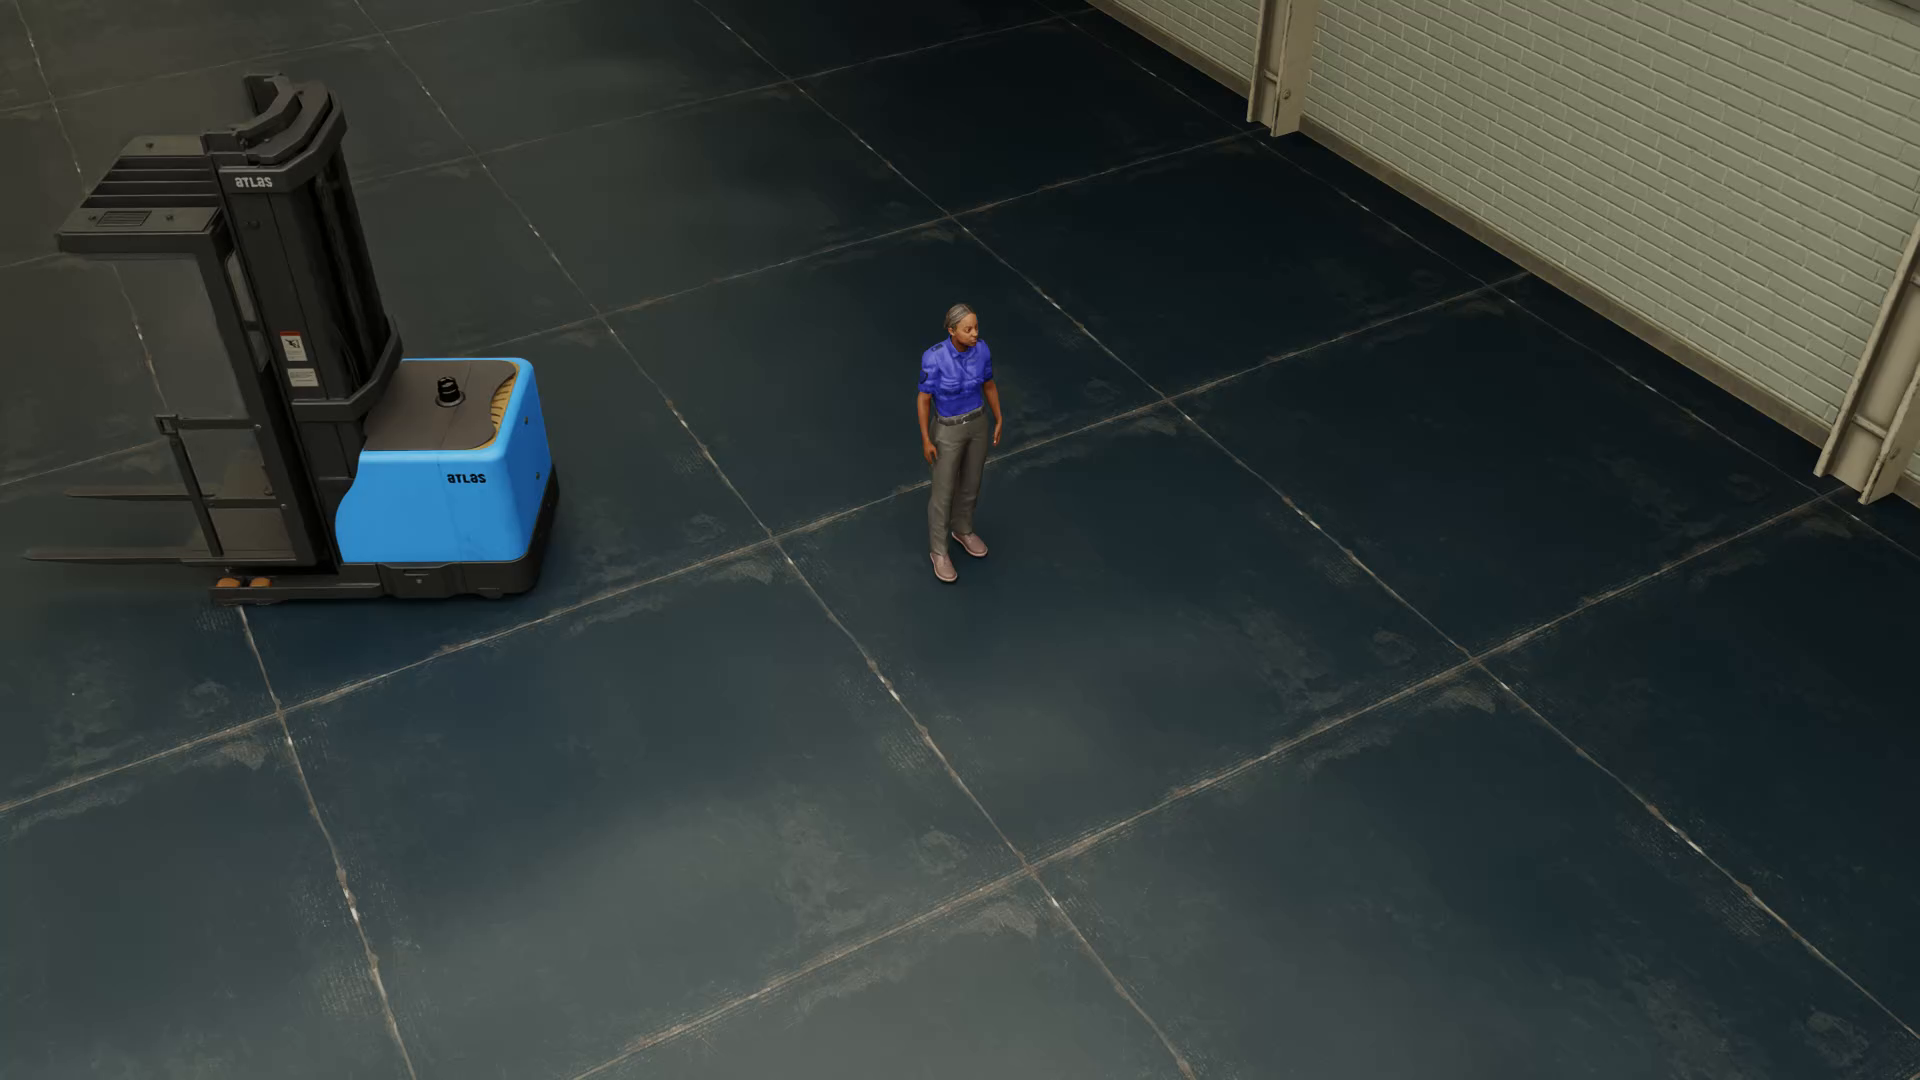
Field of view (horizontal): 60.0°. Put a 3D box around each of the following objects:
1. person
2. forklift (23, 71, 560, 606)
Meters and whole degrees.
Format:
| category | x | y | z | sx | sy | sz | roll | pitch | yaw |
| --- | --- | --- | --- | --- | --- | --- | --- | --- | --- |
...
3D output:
| category | x | y | z | sx | sy | sz | roll | pitch | yaw |
| --- | --- | --- | --- | --- | --- | --- | --- | --- | --- |
| person | 0.027 | -0.588 | 9.733 | 0.569 | 1.656 | 0.503 | -20 | 44 | -23 |
| forklift | -4.052 | -1.080 | 9.339 | 3.031 | 2.935 | 1.130 | -1 | 40 | -1 |
